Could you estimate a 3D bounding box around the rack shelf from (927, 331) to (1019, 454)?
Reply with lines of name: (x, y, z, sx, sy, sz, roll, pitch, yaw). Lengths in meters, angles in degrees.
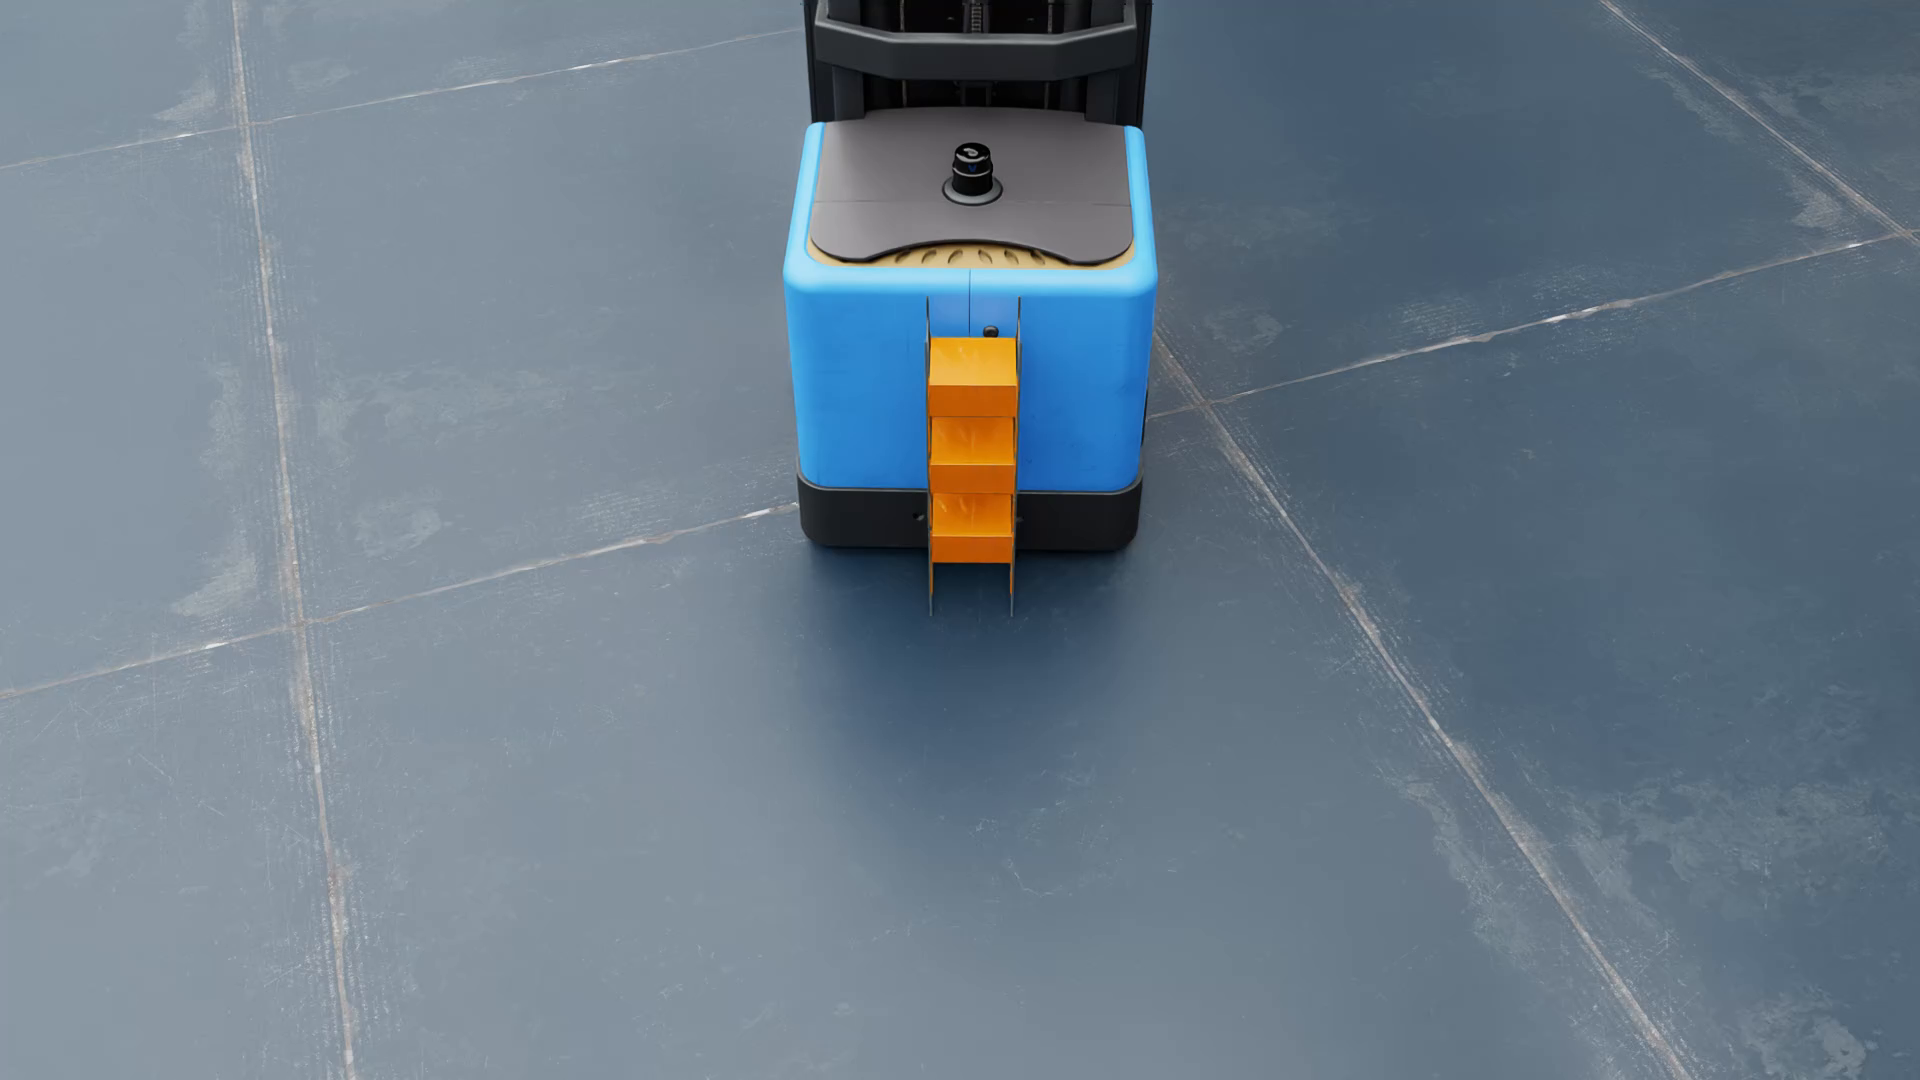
rack shelf: (0.035, -0.400, 4.522, 0.240, 0.259, 0.215, 0, 45, 0)

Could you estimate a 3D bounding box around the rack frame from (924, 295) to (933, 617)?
rack frame: (-0.087, -0.208, 4.716, 0.008, 1.050, 0.200, 0, 45, 0)

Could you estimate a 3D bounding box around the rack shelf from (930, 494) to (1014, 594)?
rack shelf: (0.035, -0.004, 4.920, 0.240, 0.259, 0.215, 0, 45, 0)

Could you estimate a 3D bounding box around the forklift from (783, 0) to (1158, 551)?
forklift: (0.061, -2.029, 5.203, 1.130, 2.935, 3.031, 1, 45, 1)

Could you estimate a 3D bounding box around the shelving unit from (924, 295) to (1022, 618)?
shelving unit: (0.035, -0.207, 4.715, 0.252, 1.050, 0.215, 0, 45, 0)

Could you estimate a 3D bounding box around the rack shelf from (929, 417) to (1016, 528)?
rack shelf: (0.035, -0.200, 4.723, 0.240, 0.259, 0.215, 0, 45, 0)

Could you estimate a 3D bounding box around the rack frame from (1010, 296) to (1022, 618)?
rack frame: (0.157, -0.207, 4.715, 0.008, 1.050, 0.200, 0, 45, 0)
